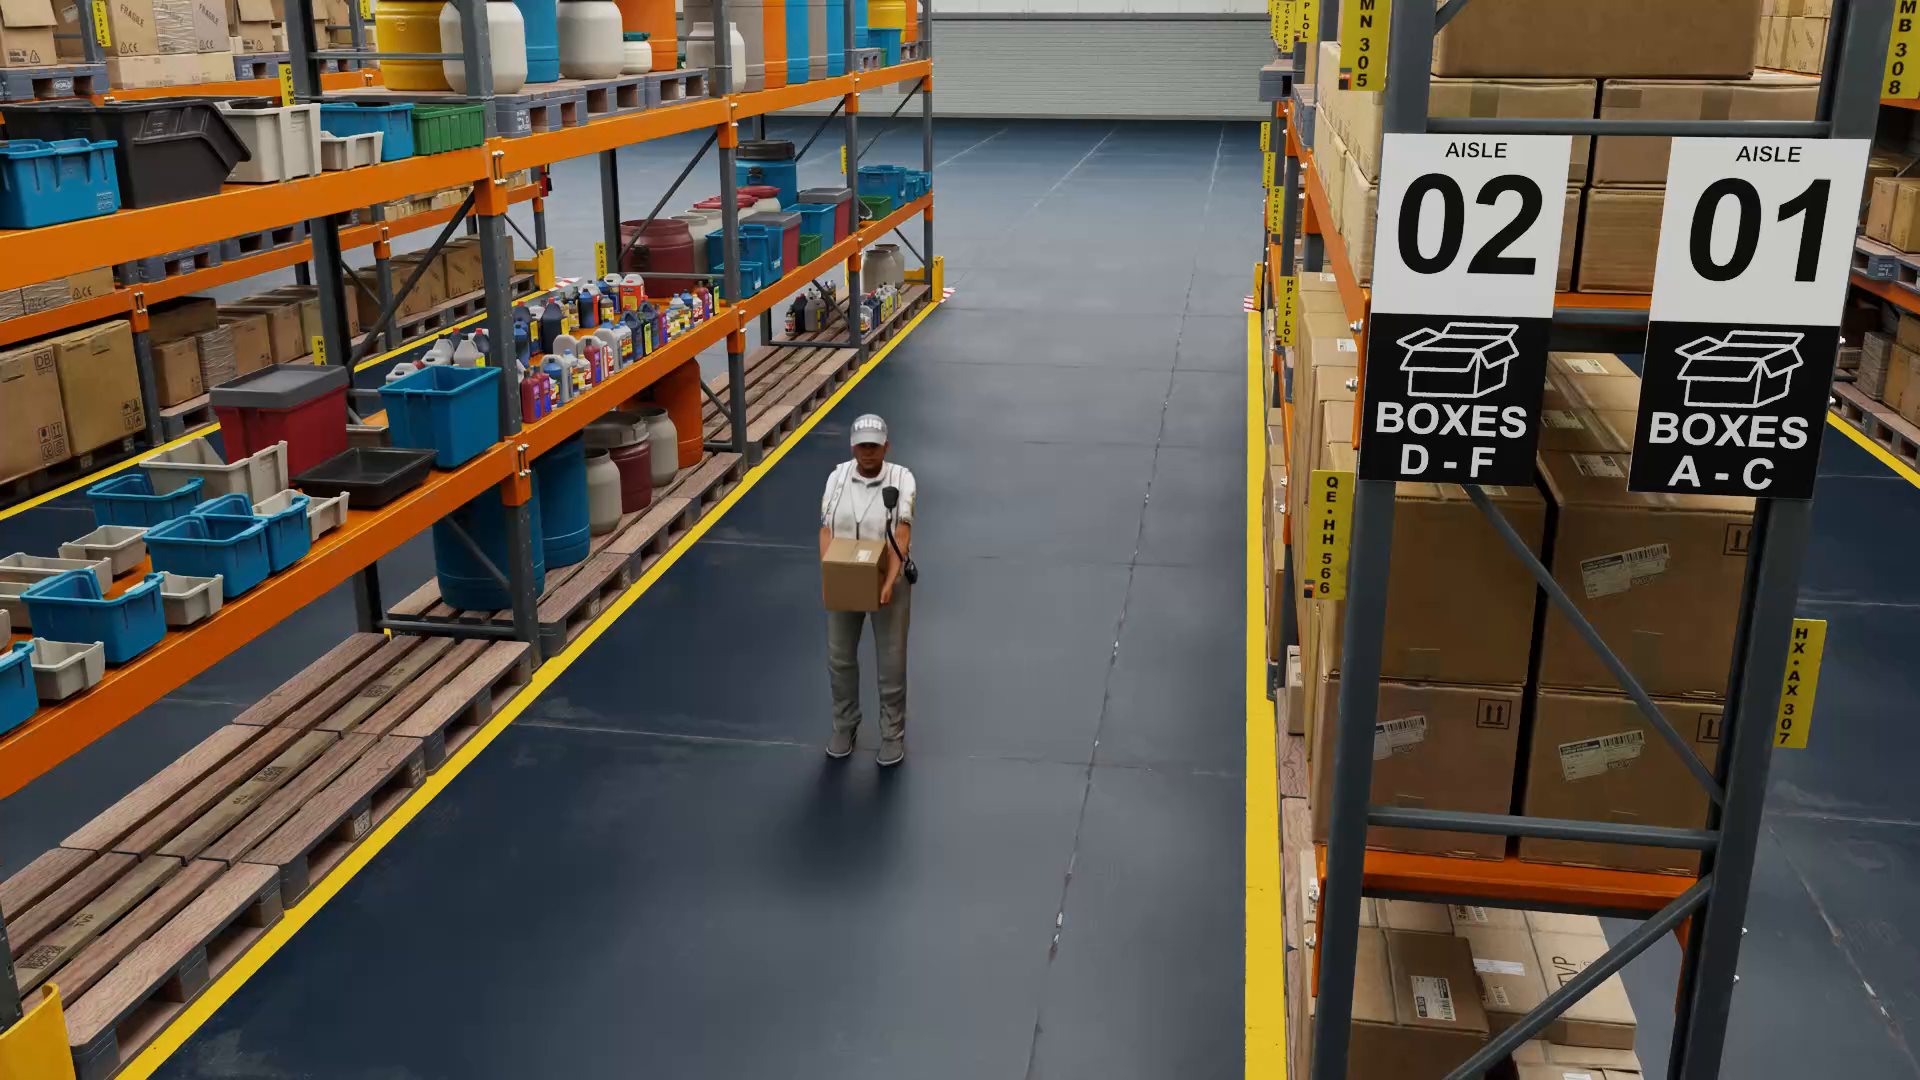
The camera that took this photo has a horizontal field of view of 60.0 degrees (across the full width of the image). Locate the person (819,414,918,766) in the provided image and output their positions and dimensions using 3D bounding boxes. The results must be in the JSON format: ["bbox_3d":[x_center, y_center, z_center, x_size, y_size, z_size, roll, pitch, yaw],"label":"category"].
[{"bbox_3d":[-0.438,0.241,7.826,0.452,1.663,0.540,3,18,8],"label":"person"}]
